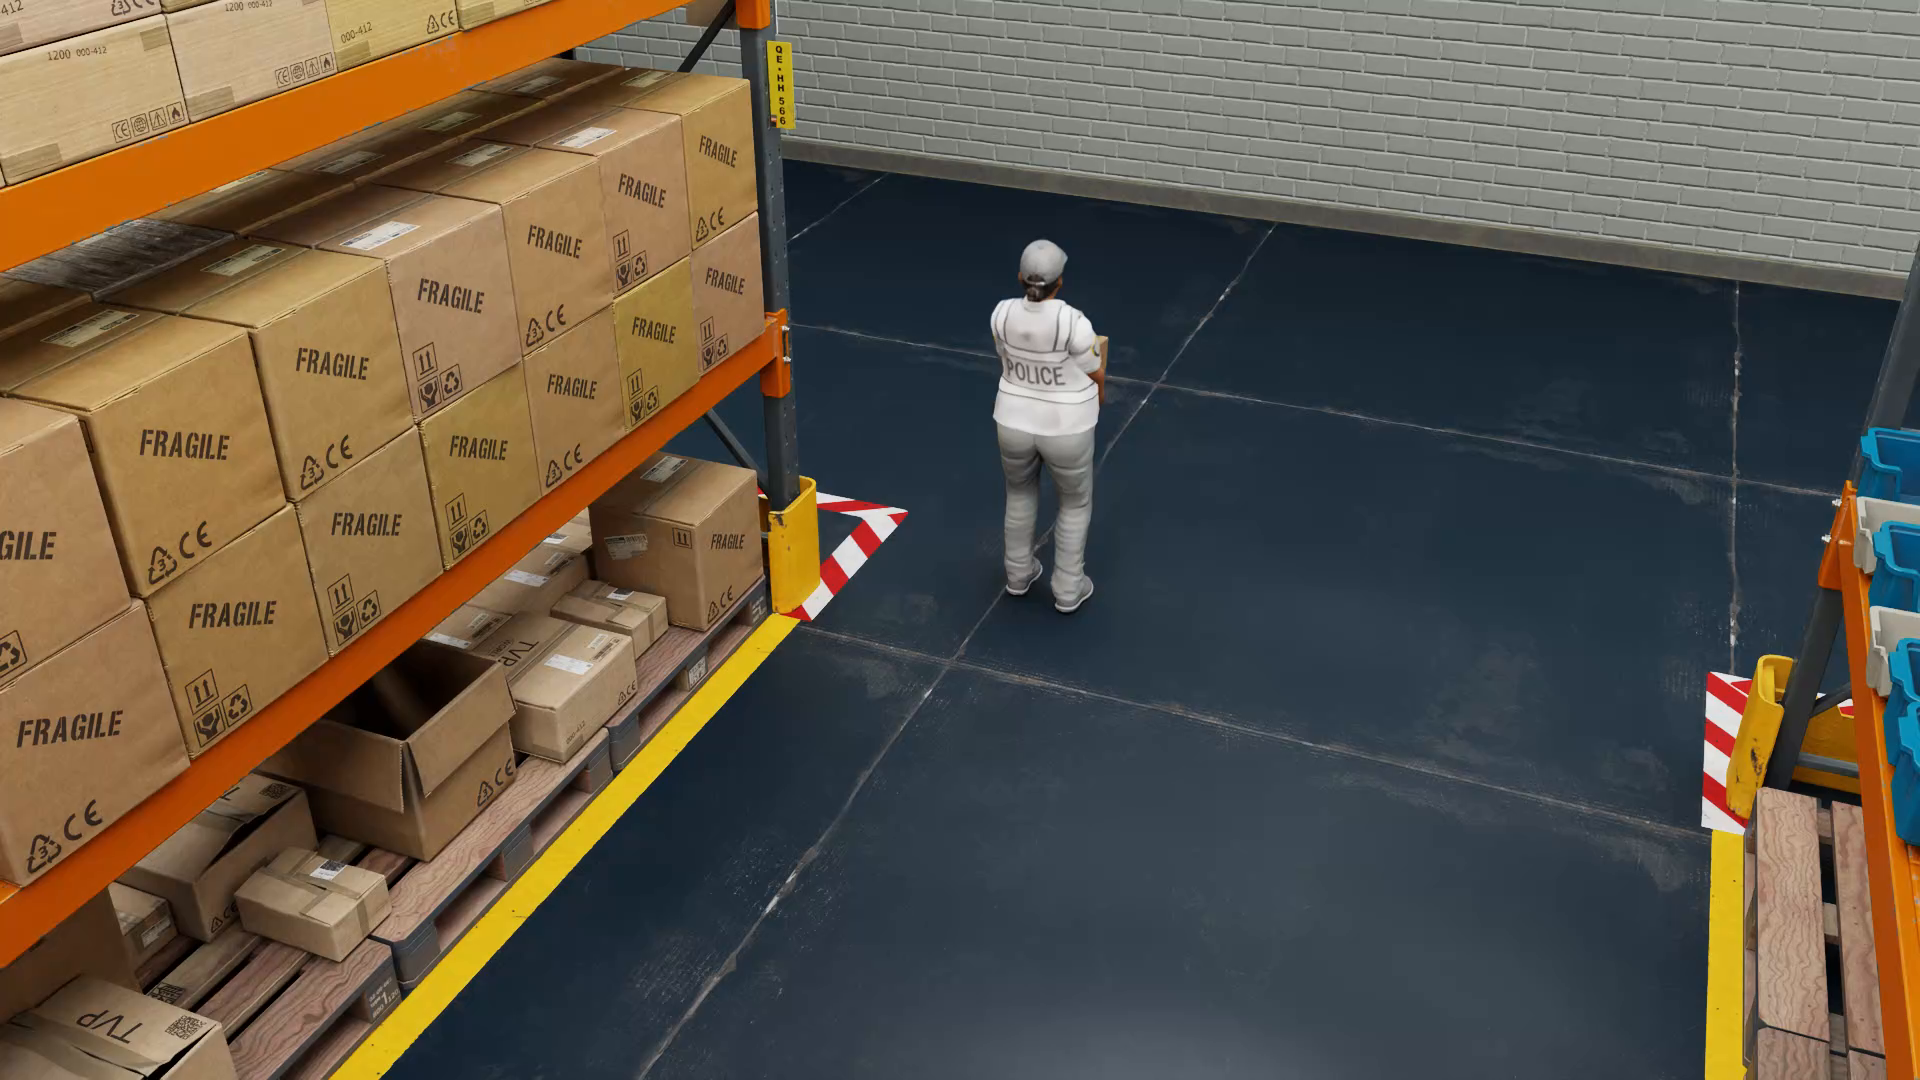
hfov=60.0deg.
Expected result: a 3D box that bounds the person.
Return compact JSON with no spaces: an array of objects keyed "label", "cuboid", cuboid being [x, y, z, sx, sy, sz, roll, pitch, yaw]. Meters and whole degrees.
[{"label":"person","cuboid":[0.384,-0.503,7.015,0.454,1.655,0.535,12,32,20]}]
